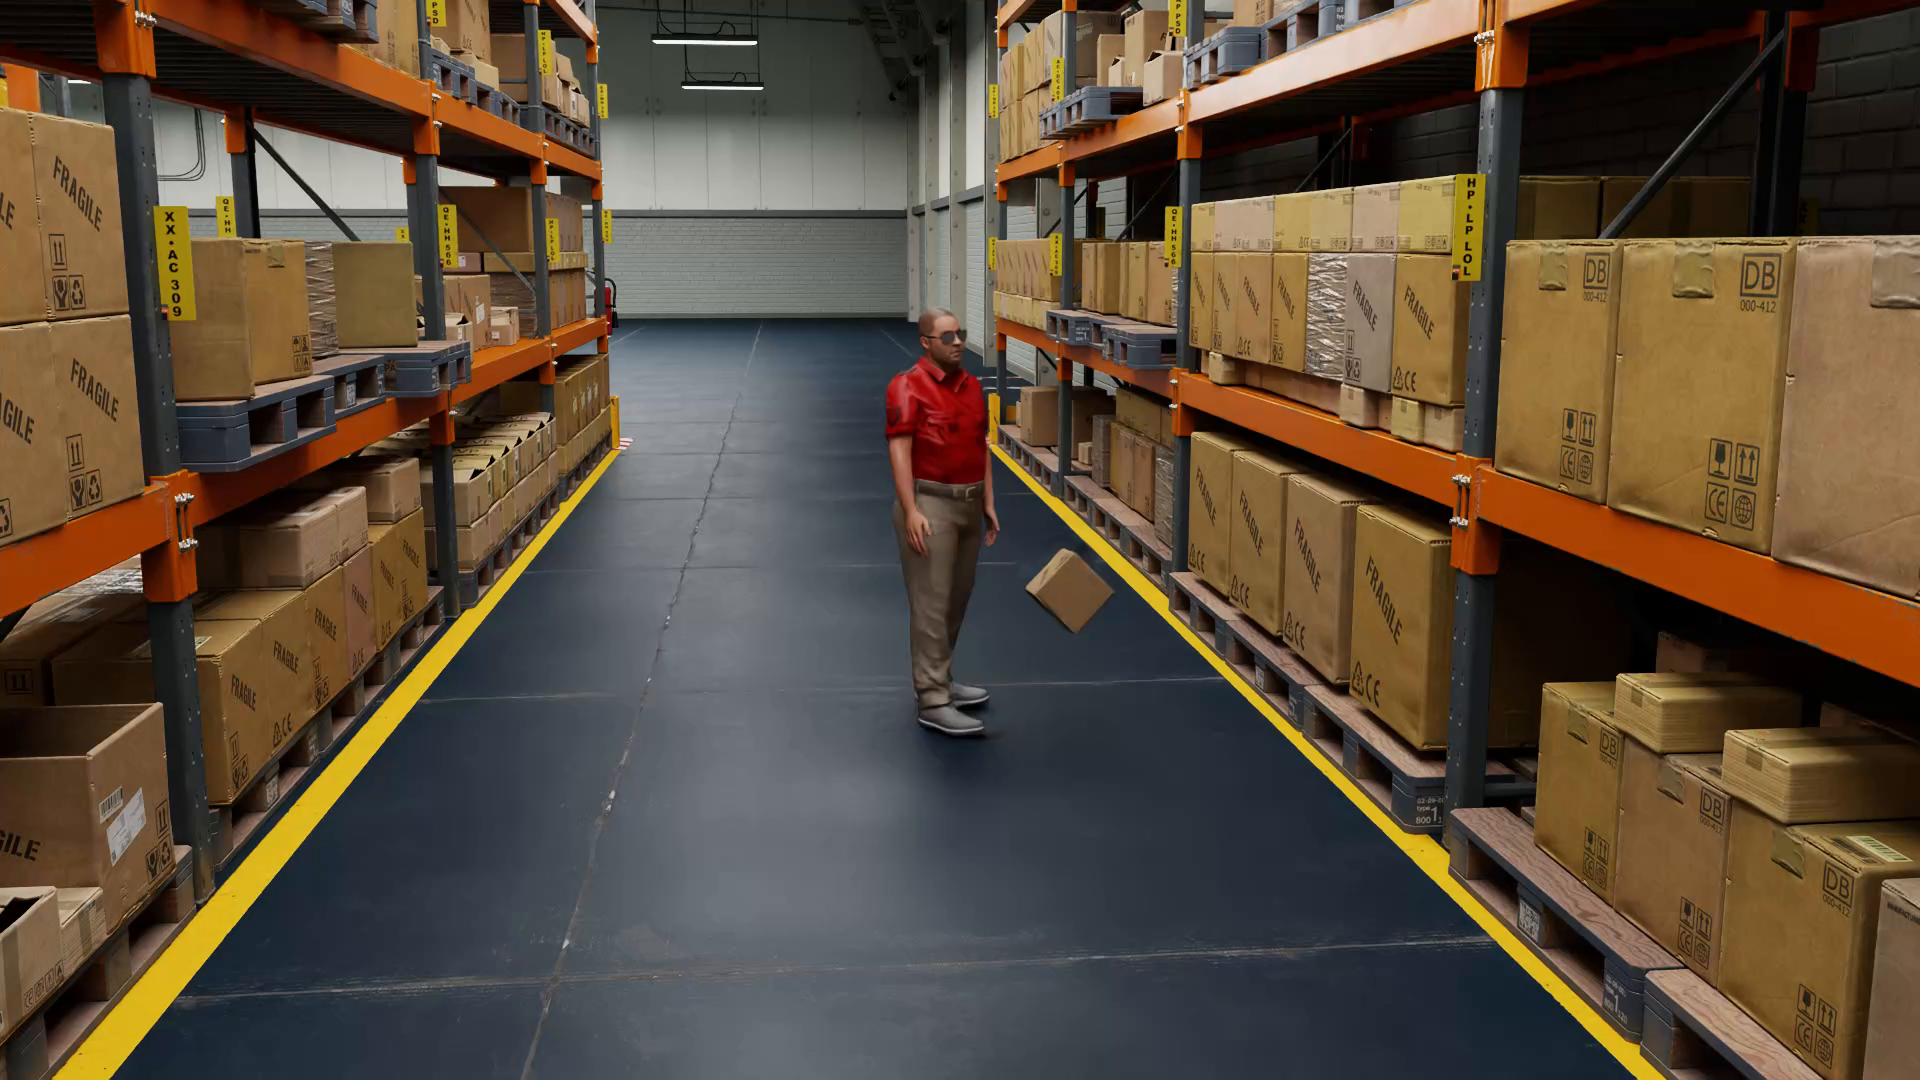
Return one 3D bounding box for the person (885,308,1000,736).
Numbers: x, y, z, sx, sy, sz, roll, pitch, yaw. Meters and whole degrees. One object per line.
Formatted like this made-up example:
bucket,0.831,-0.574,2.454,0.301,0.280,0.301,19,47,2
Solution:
person,-0.036,-0.095,6.925,0.570,1.722,0.620,8,13,38
